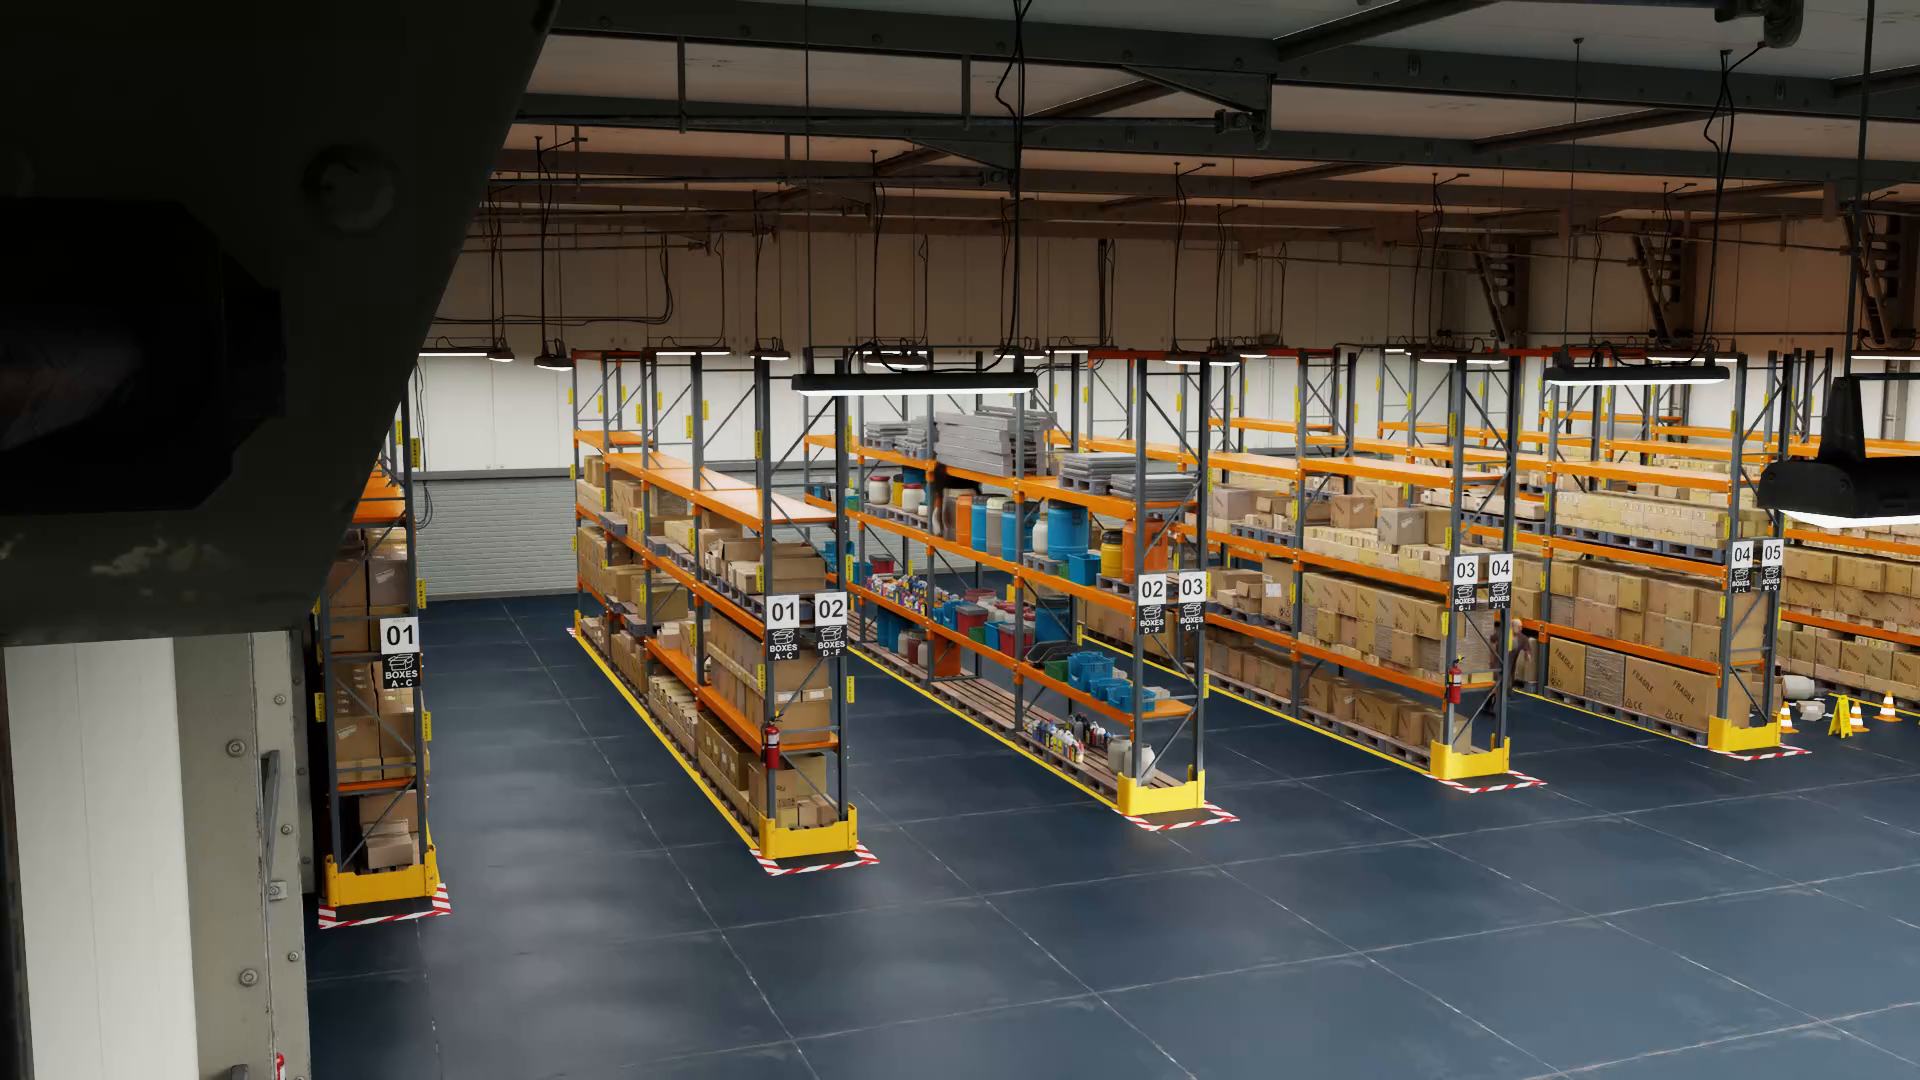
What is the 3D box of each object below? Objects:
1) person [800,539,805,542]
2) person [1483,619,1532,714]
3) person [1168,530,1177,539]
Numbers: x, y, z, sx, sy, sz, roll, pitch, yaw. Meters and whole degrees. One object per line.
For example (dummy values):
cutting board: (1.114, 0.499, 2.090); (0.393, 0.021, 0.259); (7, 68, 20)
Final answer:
person: (-3.760, 0.740, 38.906); (0.623, 1.521, 0.496); (-1, 7, -7)
person: (9.018, 2.093, 27.419); (0.697, 1.650, 1.022); (-3, 8, -22)
person: (5.314, 0.361, 41.094); (0.683, 1.661, 0.675); (-4, 8, -27)
